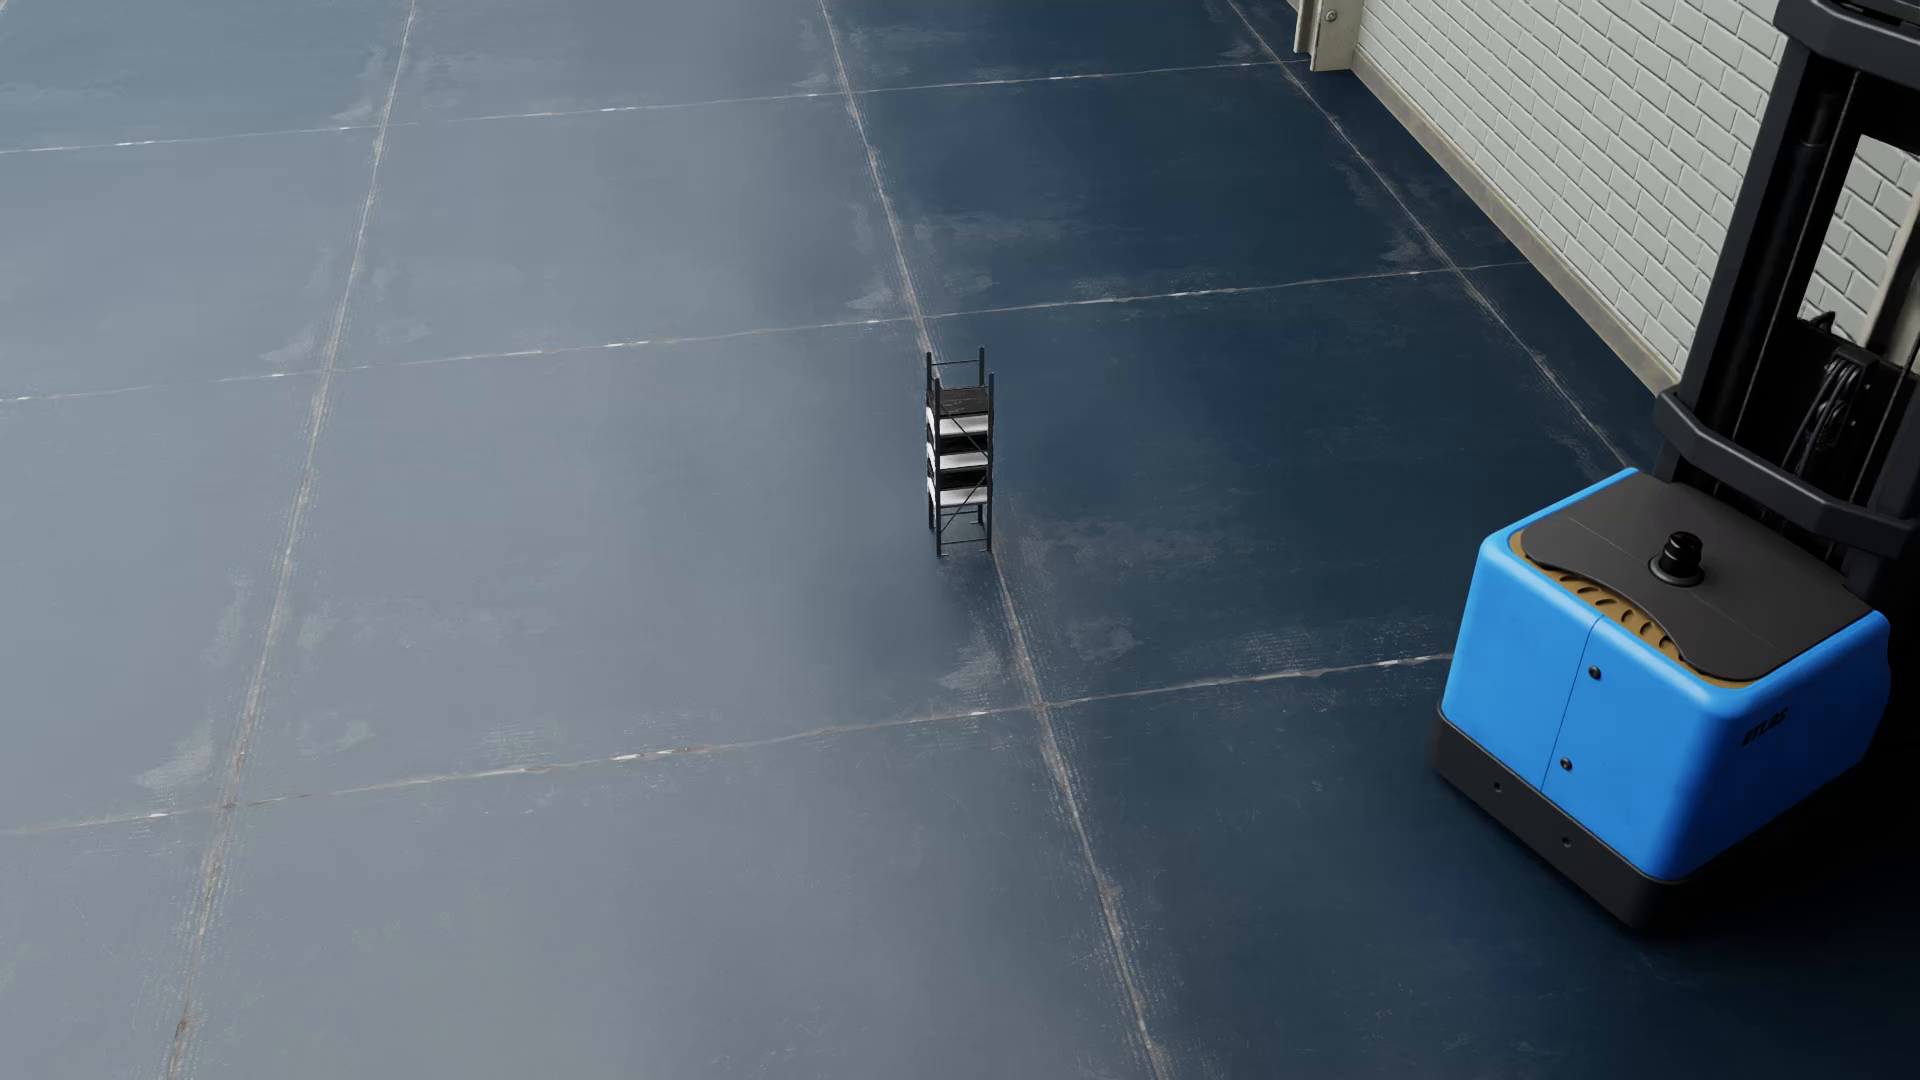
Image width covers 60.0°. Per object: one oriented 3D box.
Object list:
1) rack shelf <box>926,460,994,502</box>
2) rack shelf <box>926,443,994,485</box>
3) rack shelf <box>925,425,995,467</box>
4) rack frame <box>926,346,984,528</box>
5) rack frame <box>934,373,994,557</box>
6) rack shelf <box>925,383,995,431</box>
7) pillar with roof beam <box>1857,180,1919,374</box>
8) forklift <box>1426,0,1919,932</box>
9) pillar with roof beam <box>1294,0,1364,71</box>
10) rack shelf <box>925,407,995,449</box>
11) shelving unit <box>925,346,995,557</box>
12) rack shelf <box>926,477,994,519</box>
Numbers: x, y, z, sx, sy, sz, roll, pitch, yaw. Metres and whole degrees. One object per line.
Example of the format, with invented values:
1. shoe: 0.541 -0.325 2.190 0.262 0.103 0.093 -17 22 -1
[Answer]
1. rack shelf: -0.001 -0.263 7.056 0.258 0.077 0.200 -6 38 -8
2. rack shelf: -0.001 -0.334 7.001 0.258 0.077 0.200 -6 38 -8
3. rack shelf: -0.001 -0.405 6.945 0.258 0.077 0.200 -6 38 -8
4. rack frame: -0.019 -0.422 7.059 0.240 0.900 0.006 -6 38 -8
5. rack frame: 0.016 -0.299 6.901 0.240 0.900 0.006 -6 38 -8
6. rack shelf: -0.001 -0.547 6.835 0.258 0.077 0.200 -6 38 -8
7. pillar with roof beam: -0.659 -2.808 3.530 9.100 9.000 0.400 -6 38 -8
8. forklift: 3.223 -0.565 5.588 3.031 2.935 1.130 -22 43 -26
9. pillar with roof beam: -1.711 -6.432 8.195 9.100 9.000 0.400 -6 38 -8
10. rack shelf: -0.001 -0.476 6.890 0.258 0.077 0.200 -6 38 -8
11. shelving unit: -0.001 -0.360 6.980 0.258 0.900 0.210 -6 38 -8
12. rack shelf: -0.001 -0.192 7.111 0.258 0.077 0.200 -6 38 -8
